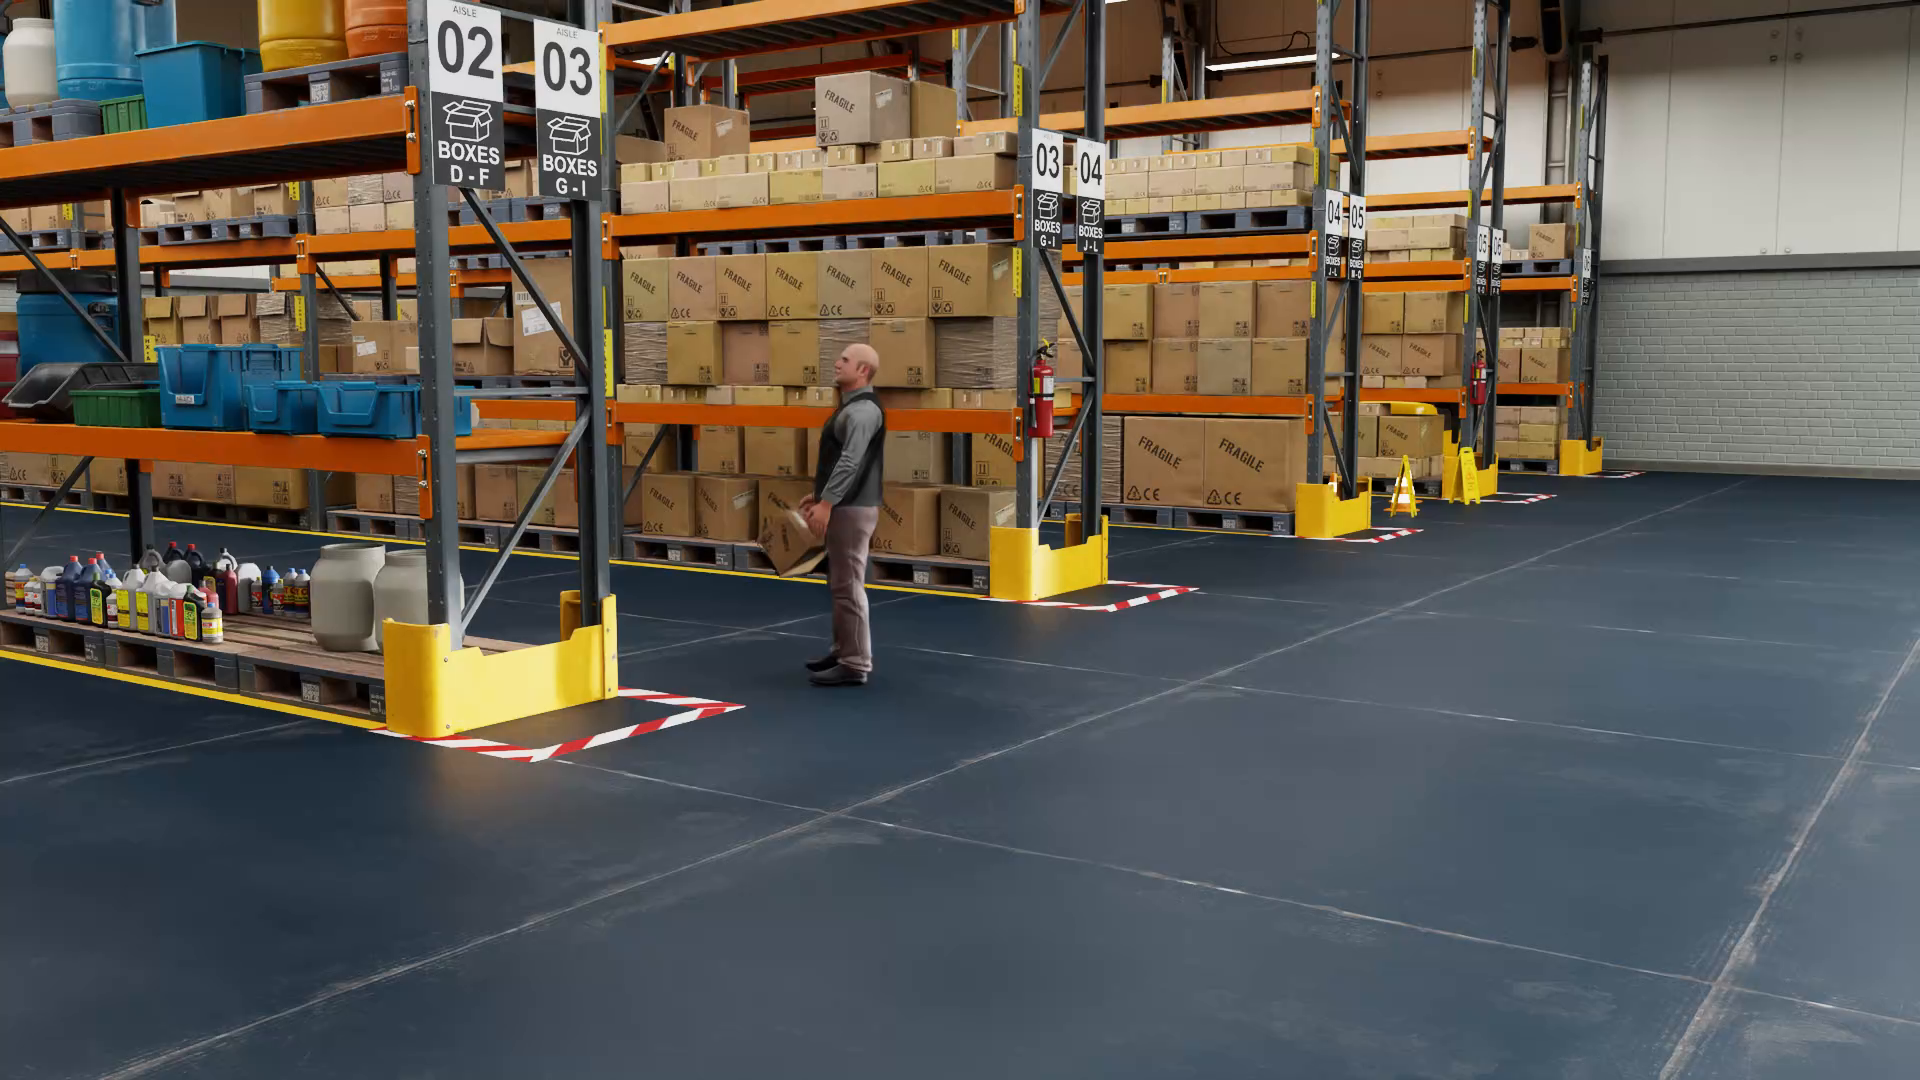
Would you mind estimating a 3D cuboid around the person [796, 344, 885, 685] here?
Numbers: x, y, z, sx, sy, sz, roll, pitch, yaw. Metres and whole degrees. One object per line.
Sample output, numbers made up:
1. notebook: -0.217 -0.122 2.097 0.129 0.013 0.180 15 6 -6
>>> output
1. person: -0.613 -0.138 8.524 0.458 1.726 0.600 0 6 -5
